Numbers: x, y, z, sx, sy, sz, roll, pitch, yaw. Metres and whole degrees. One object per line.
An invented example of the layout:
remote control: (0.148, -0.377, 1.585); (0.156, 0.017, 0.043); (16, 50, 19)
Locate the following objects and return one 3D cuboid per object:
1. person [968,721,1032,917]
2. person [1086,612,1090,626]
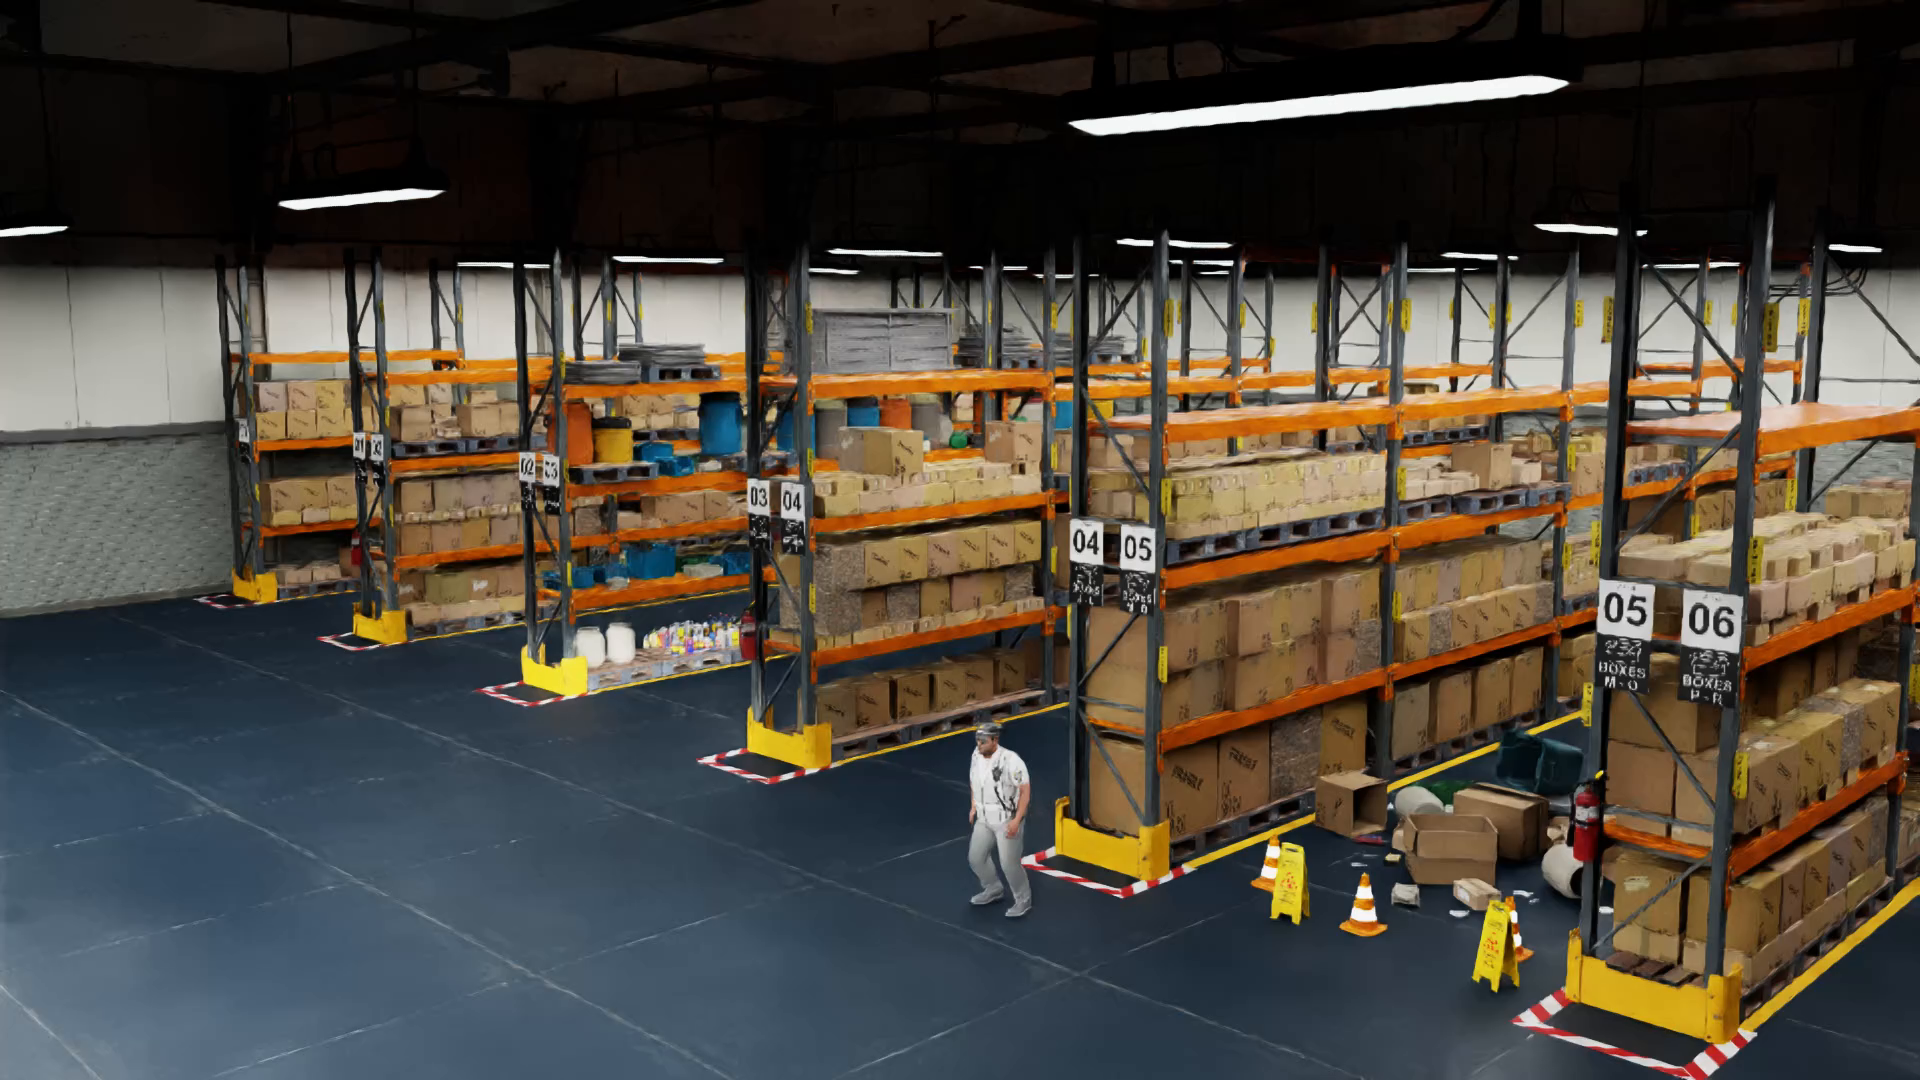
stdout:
person: (0.326, 2.336, 14.119); (0.677, 1.715, 0.536); (8, 11, 43)
person: (2.054, 0.700, 25.498); (1.123, 1.709, 0.553); (-8, 11, -43)
